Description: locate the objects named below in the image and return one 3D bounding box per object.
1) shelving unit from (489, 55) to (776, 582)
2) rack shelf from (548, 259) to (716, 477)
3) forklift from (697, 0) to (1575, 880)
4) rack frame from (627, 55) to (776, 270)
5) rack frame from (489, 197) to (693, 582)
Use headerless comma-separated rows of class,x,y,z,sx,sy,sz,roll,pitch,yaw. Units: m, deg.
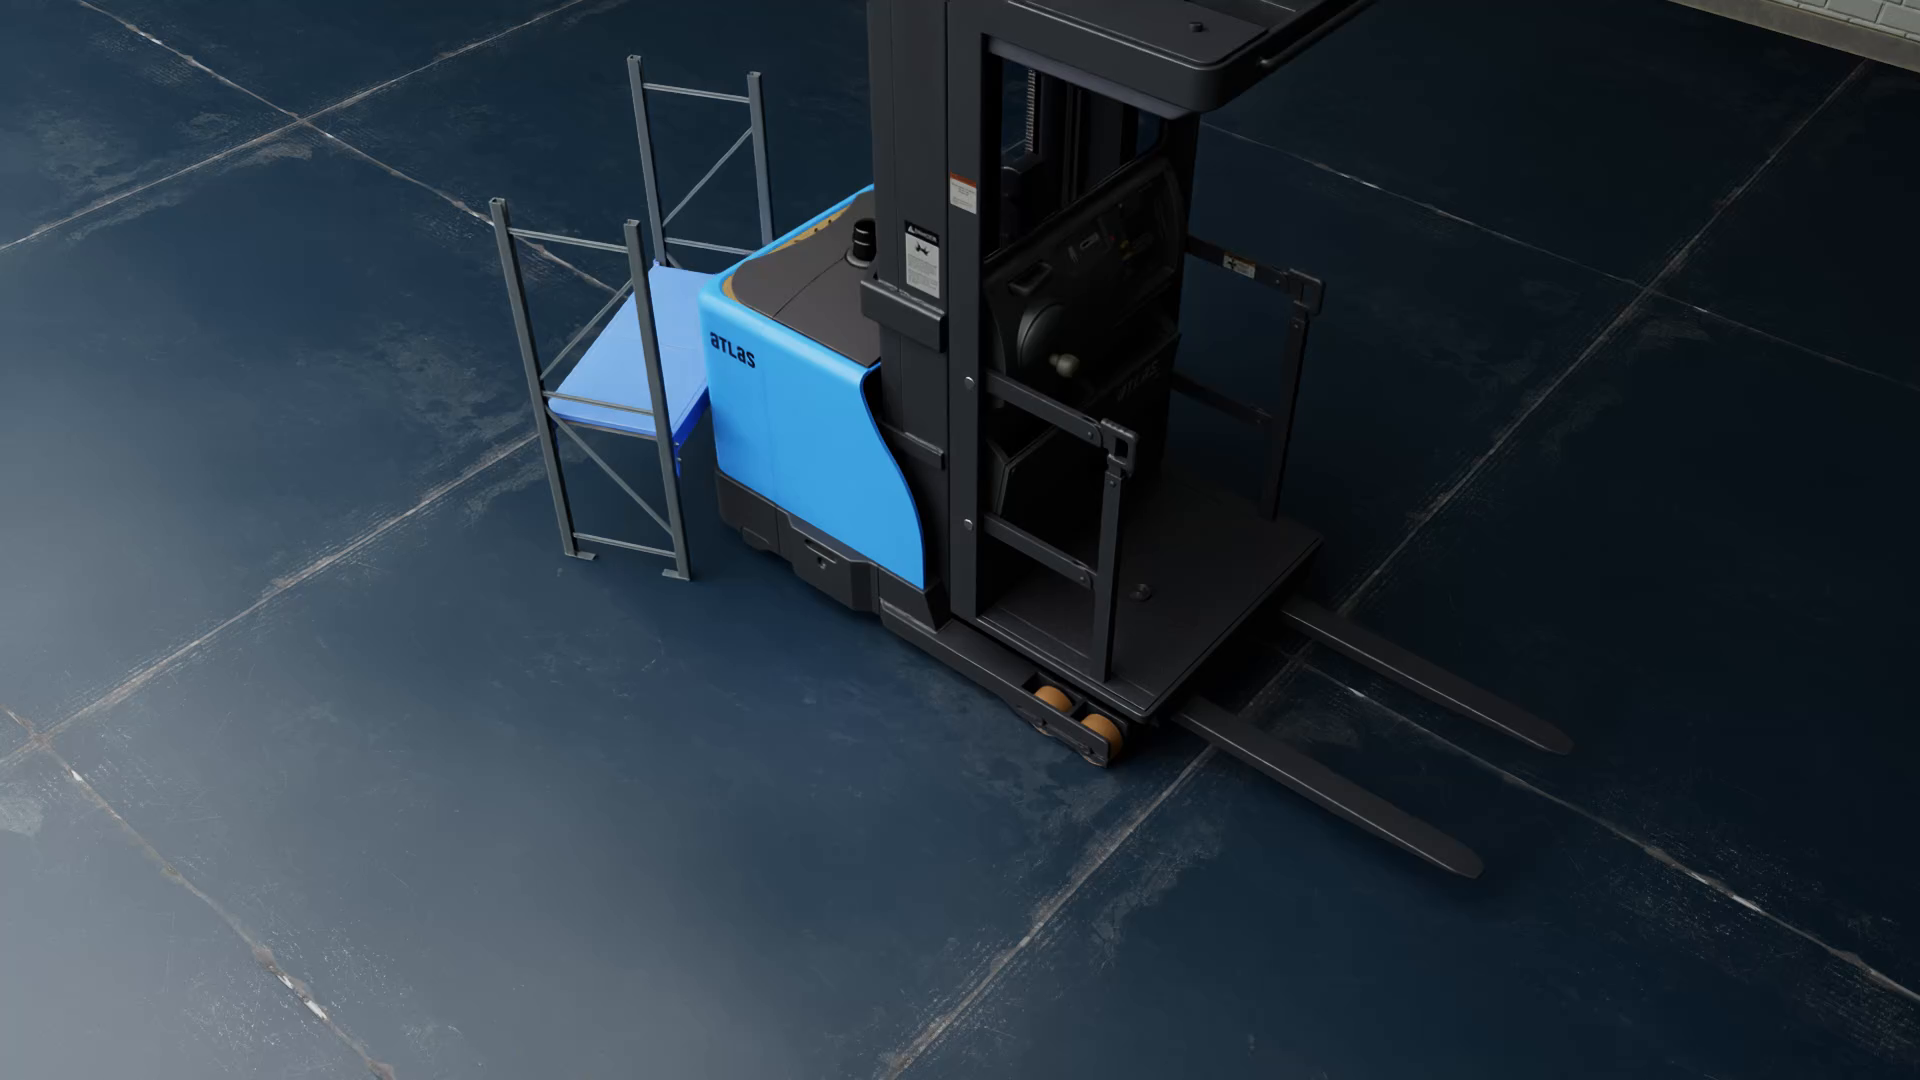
shelving unit,-1.081,-0.788,6.002,0.538,1.500,1.048,11,43,12
rack shelf,-1.081,-0.655,6.123,0.538,0.185,1.000,11,43,12
forklift,0.552,-0.756,4.903,3.031,2.935,1.130,29,50,28
rack frame,-0.938,-1.116,6.363,0.500,1.500,0.032,11,43,12
rack frame,-1.224,-0.460,5.641,0.500,1.500,0.032,11,43,12
